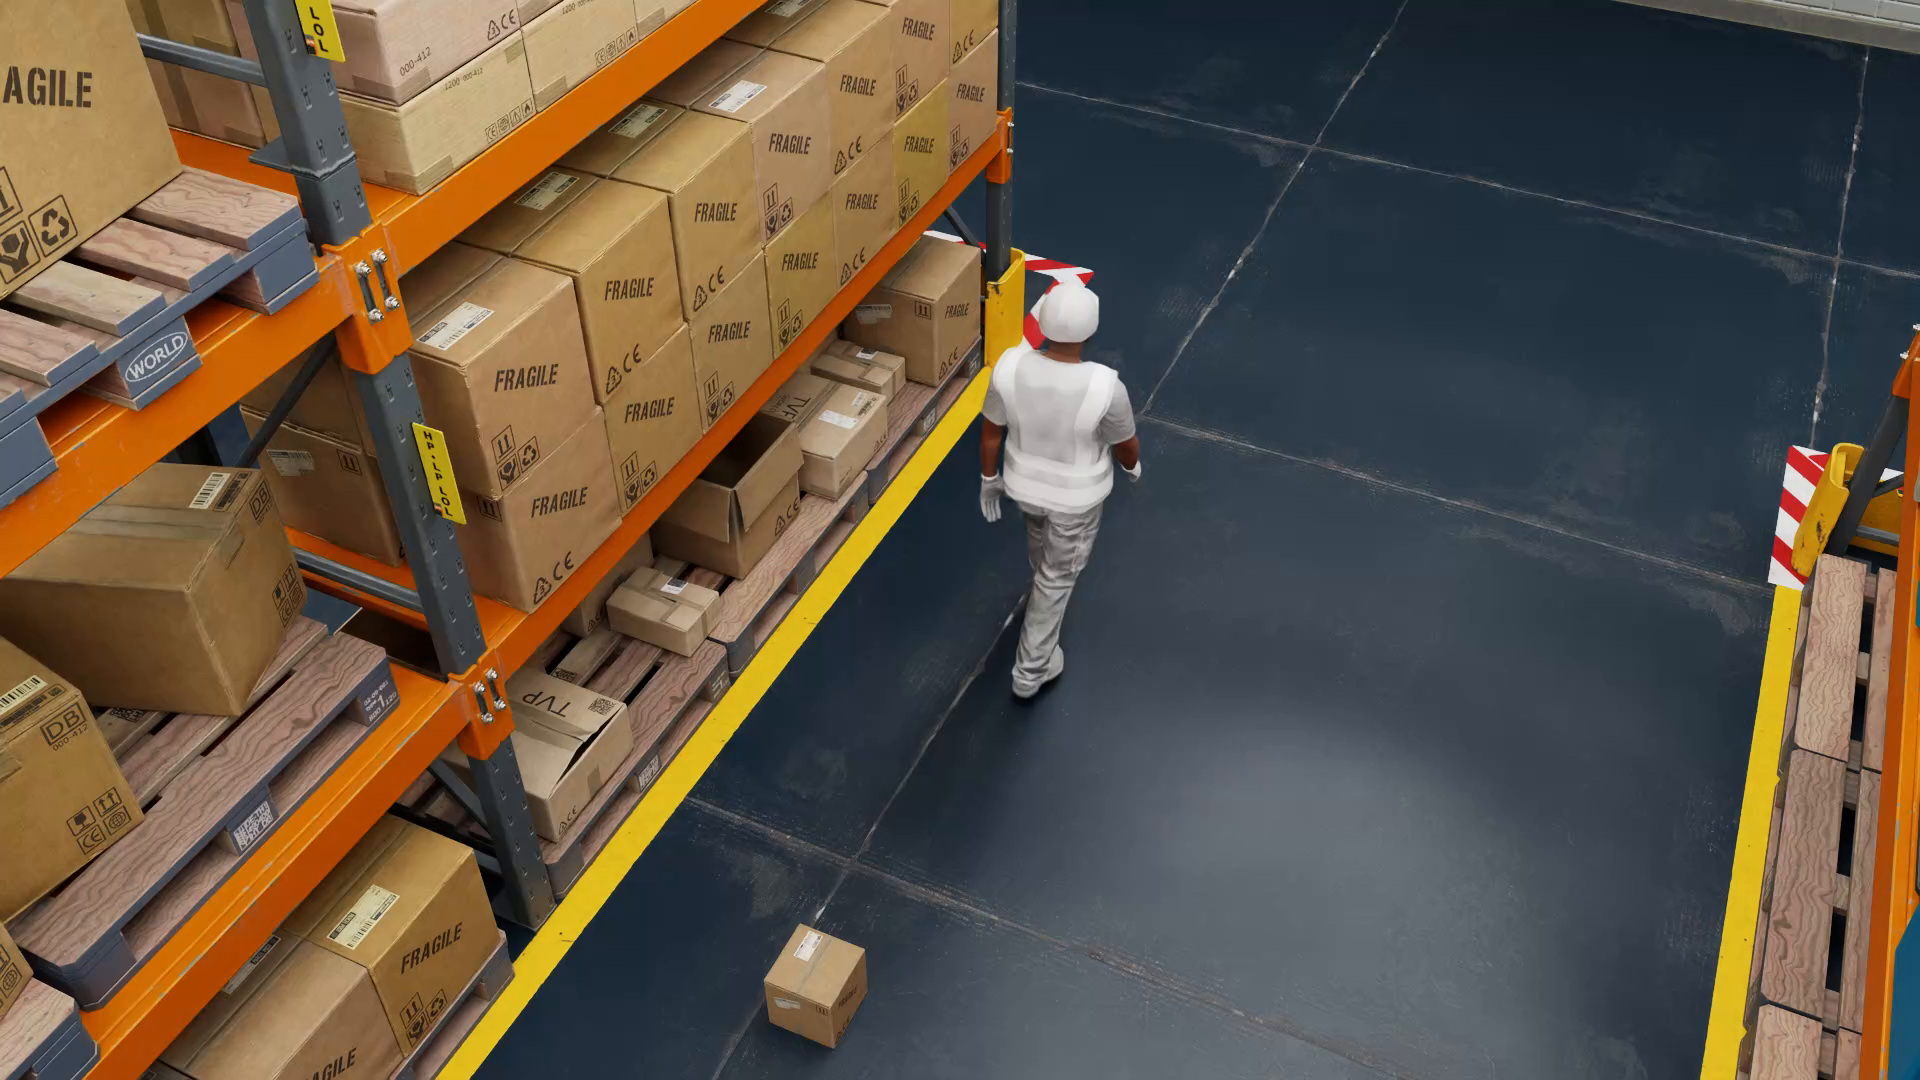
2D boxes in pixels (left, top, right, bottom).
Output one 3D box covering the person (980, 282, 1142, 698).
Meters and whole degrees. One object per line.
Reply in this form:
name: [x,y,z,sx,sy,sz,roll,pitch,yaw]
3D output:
person: [0.422,-0.282,6.442,0.566,1.759,0.924,18,45,20]
